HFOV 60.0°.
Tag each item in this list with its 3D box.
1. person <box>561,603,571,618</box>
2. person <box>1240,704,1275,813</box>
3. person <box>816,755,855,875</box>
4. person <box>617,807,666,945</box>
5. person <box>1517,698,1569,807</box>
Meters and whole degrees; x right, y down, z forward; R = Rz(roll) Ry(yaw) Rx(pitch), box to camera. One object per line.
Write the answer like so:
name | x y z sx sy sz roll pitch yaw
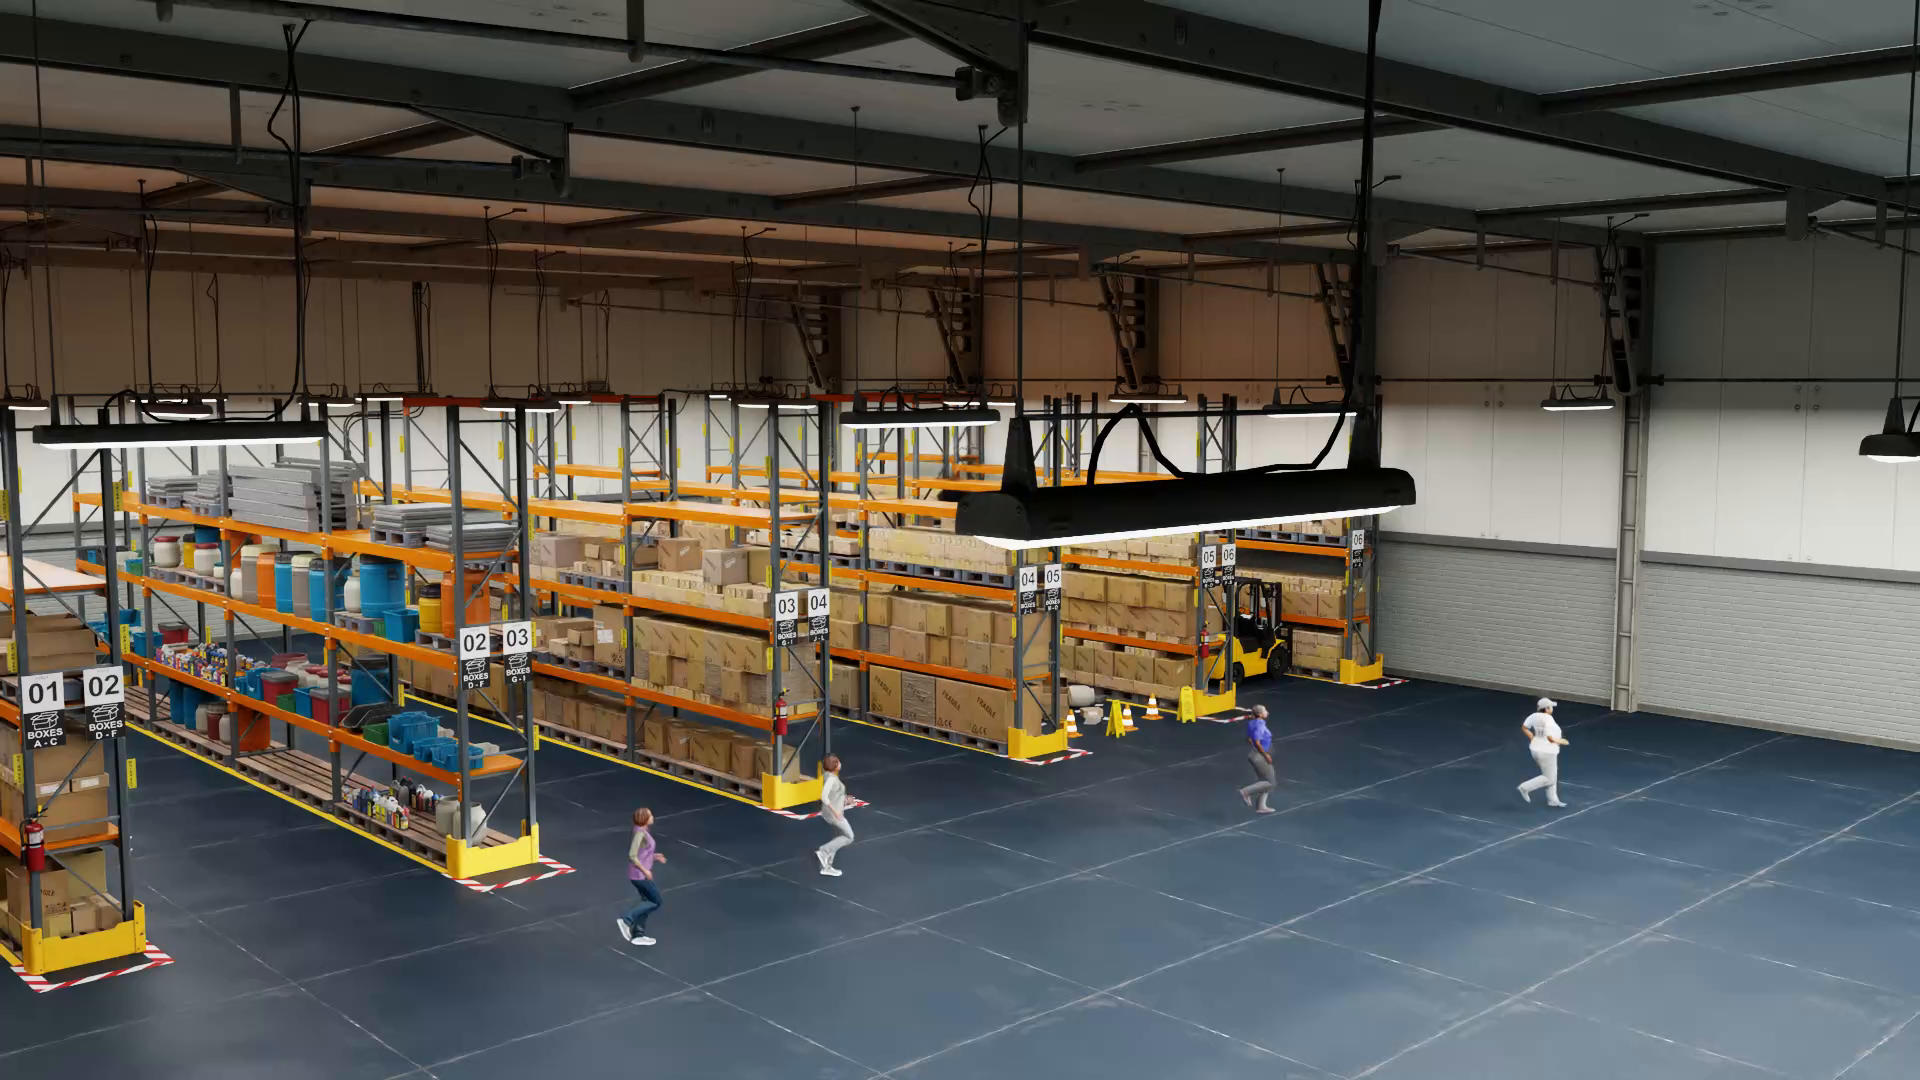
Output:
person | -9.783 1.520 41.219 0.667 1.710 0.584 -5 8 -44
person | 4.333 3.290 24.242 0.575 1.407 0.591 -1 6 -11
person | -1.587 3.512 21.221 0.536 1.558 0.536 -1 6 -14
person | -3.571 3.805 18.643 0.572 1.484 0.528 -1 6 -15
person | 8.586 3.148 24.508 0.849 1.659 0.607 -1 6 -10
